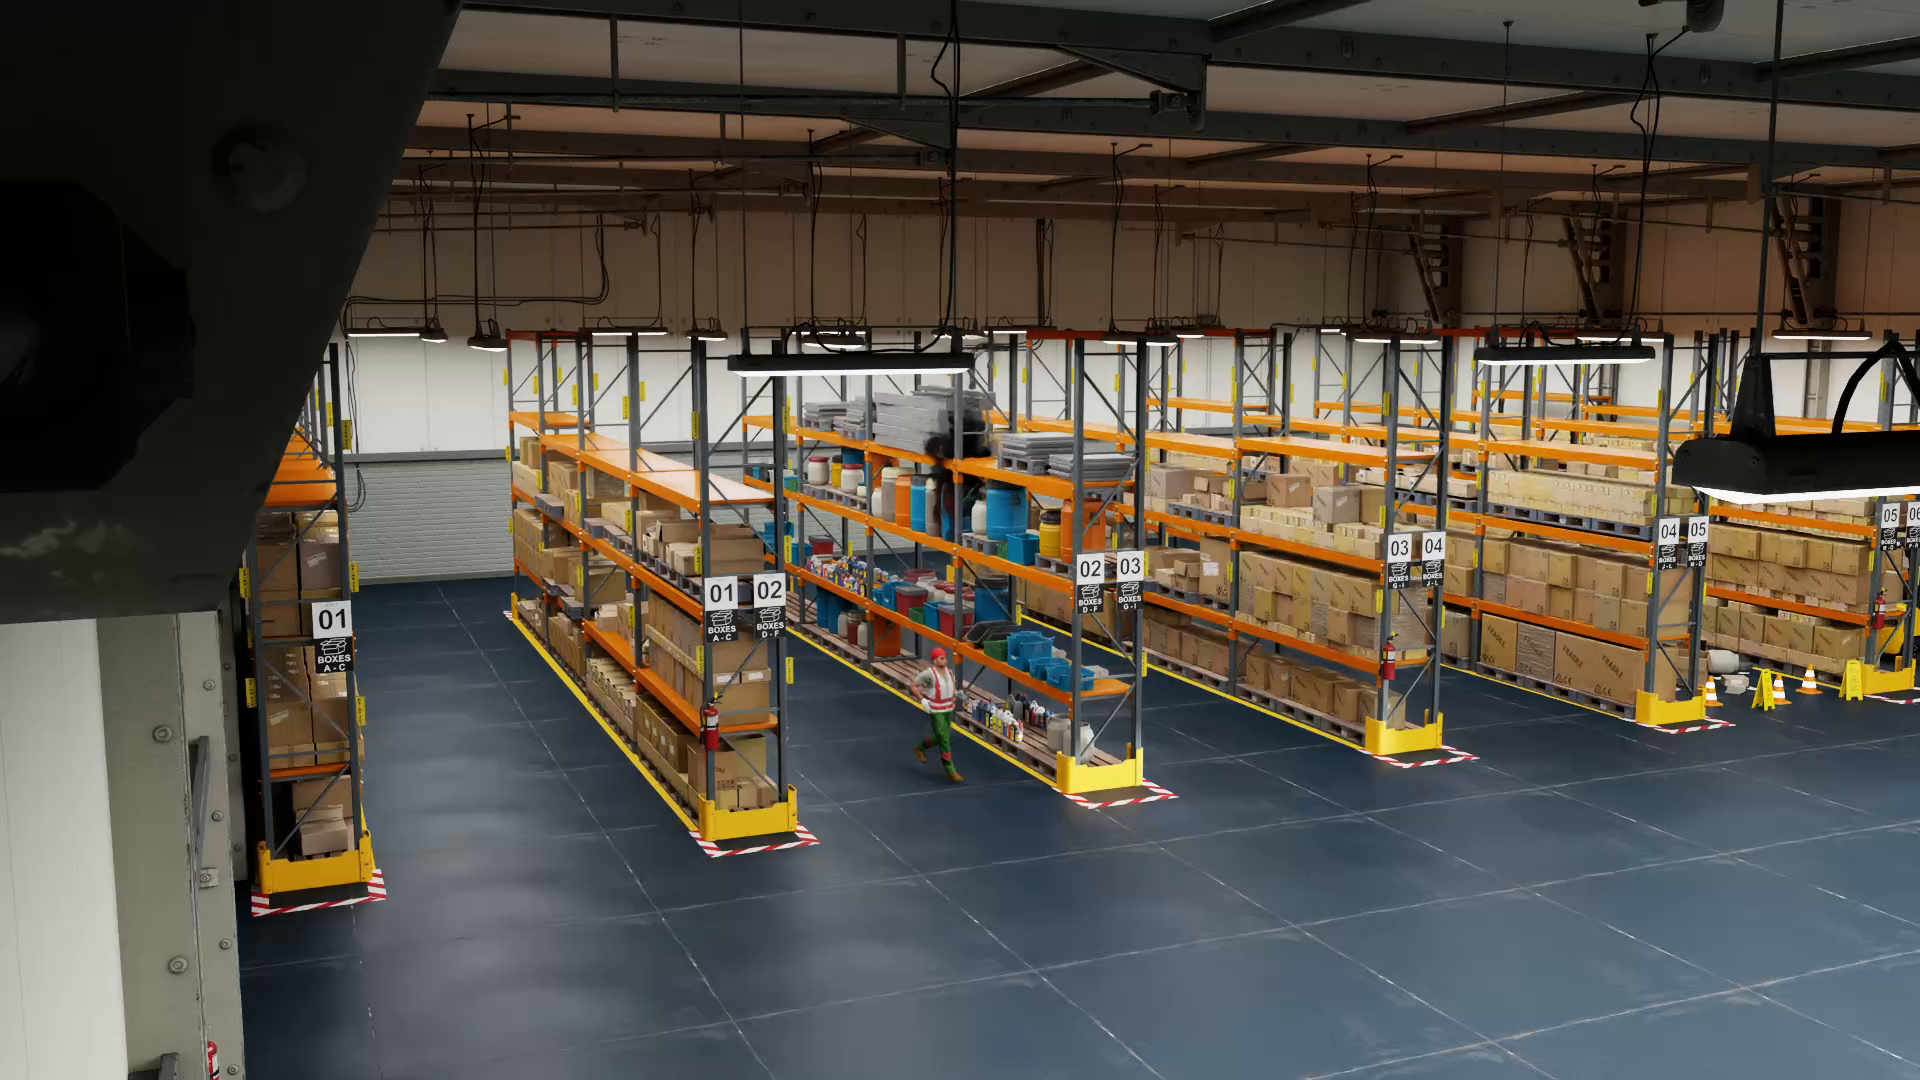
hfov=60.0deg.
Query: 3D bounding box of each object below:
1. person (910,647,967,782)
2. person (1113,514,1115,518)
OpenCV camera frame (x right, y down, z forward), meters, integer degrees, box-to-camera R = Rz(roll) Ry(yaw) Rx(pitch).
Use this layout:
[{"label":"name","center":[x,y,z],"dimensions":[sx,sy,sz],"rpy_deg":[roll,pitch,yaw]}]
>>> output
[{"label":"person","center":[-0.302,2.354,22.785],"dimensions":[0.981,1.792,0.656],"rpy_deg":[7,10,41]},{"label":"person","center":[3.587,0.196,39.093],"dimensions":[0.700,1.665,0.719],"rpy_deg":[-1,8,-8]}]
